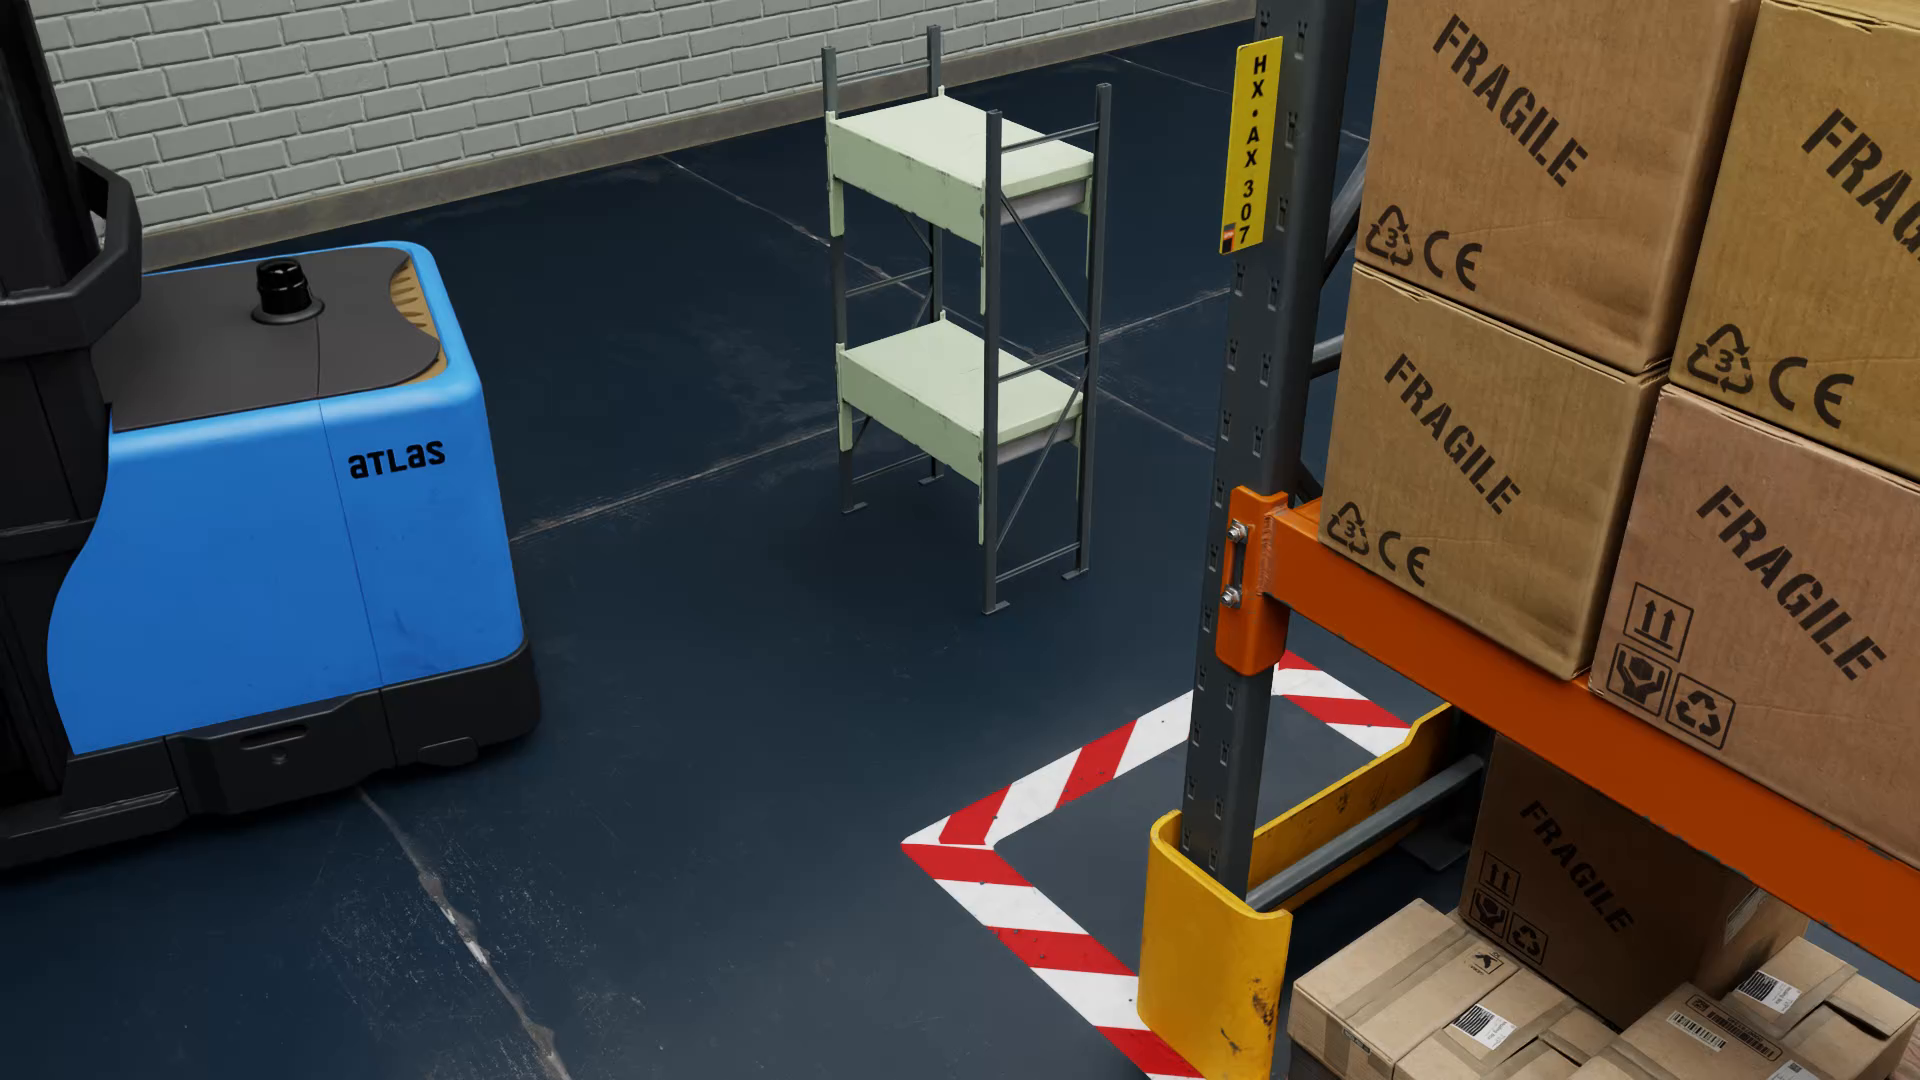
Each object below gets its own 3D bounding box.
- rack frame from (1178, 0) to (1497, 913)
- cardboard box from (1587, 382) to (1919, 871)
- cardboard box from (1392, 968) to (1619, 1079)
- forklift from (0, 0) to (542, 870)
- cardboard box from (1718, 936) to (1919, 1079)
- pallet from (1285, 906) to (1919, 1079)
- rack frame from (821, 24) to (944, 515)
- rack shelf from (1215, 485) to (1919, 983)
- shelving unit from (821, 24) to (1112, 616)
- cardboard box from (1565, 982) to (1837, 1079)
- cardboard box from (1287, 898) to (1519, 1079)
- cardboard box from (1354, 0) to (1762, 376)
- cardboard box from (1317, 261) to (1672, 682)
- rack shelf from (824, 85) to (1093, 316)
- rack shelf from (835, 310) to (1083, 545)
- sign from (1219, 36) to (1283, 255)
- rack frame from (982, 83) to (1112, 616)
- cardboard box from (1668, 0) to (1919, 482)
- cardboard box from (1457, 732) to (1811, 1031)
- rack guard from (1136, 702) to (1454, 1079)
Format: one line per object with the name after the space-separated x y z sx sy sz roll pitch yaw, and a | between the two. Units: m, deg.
0.878 -0.411 3.068 1.000 3.000 0.127 -22 38 -31 | rack frame
1.262 0.030 2.263 0.500 0.500 0.500 -23 38 -32 | cardboard box
1.016 0.996 3.072 0.380 0.166 0.250 -22 38 -31 | cardboard box
-2.668 -0.638 3.499 3.031 2.935 1.130 -12 34 -19 | forklift
1.583 0.951 3.145 0.380 0.166 0.250 -22 38 -31 | cardboard box
1.414 1.138 3.219 1.003 0.211 1.213 -22 38 -31 | pallet
-0.220 -0.787 5.095 0.400 1.500 0.023 -22 38 -31 | rack frame
2.104 0.728 1.916 1.077 0.370 4.000 -22 38 -31 | rack shelf
0.004 -0.634 4.850 0.431 1.500 0.755 -22 38 -31 | shelving unit
1.294 1.097 2.829 0.500 0.250 0.500 -22 38 -31 | cardboard box
0.863 0.899 3.244 0.380 0.149 0.250 -22 38 -31 | cardboard box
0.941 -0.608 2.343 0.500 0.500 0.500 -21 38 -30 | cardboard box
0.941 -0.183 2.607 0.500 0.500 0.500 -21 38 -30 | cardboard box
0.004 -0.966 4.644 0.431 0.370 0.720 -22 38 -31 | rack shelf
0.004 -0.357 5.022 0.431 0.370 0.720 -22 38 -31 | rack shelf
0.449 -0.603 2.557 0.100 0.325 0.005 -22 38 -31 | sign
0.229 -0.482 4.604 0.400 1.500 0.023 -22 38 -31 | rack frame
1.268 -0.392 1.996 0.500 0.500 0.500 -22 38 -31 | cardboard box
1.406 0.611 3.375 0.500 0.500 0.500 -22 38 -31 | cardboard box
0.924 0.683 3.677 1.175 0.500 0.348 -22 38 -31 | rack guard
